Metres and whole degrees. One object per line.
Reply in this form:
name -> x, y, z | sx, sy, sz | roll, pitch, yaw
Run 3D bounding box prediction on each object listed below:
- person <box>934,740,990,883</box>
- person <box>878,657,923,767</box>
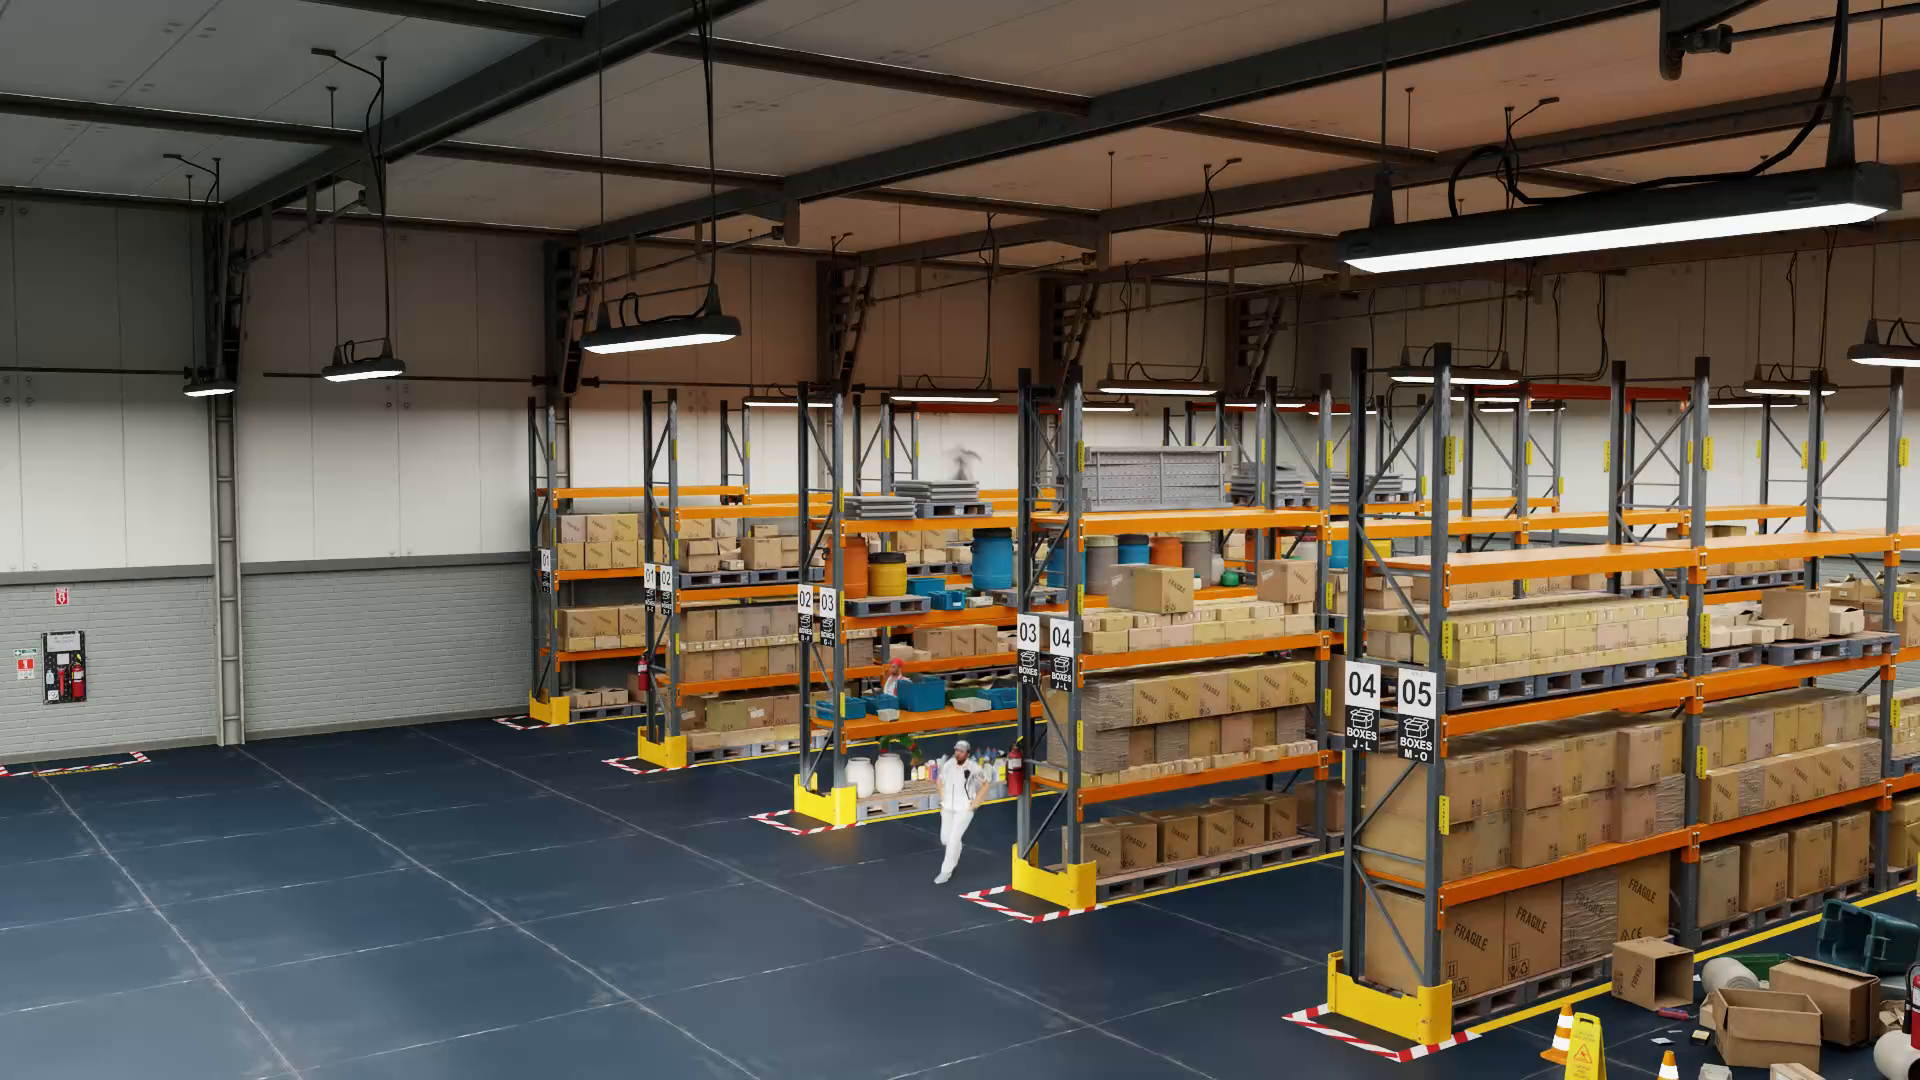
person -> 0.014, 3.191, 19.738 | 0.622, 1.662, 0.757 | 2, 4, 25
person -> -1.005, 2.712, 25.872 | 0.659, 1.772, 1.004 | 3, 5, 43
